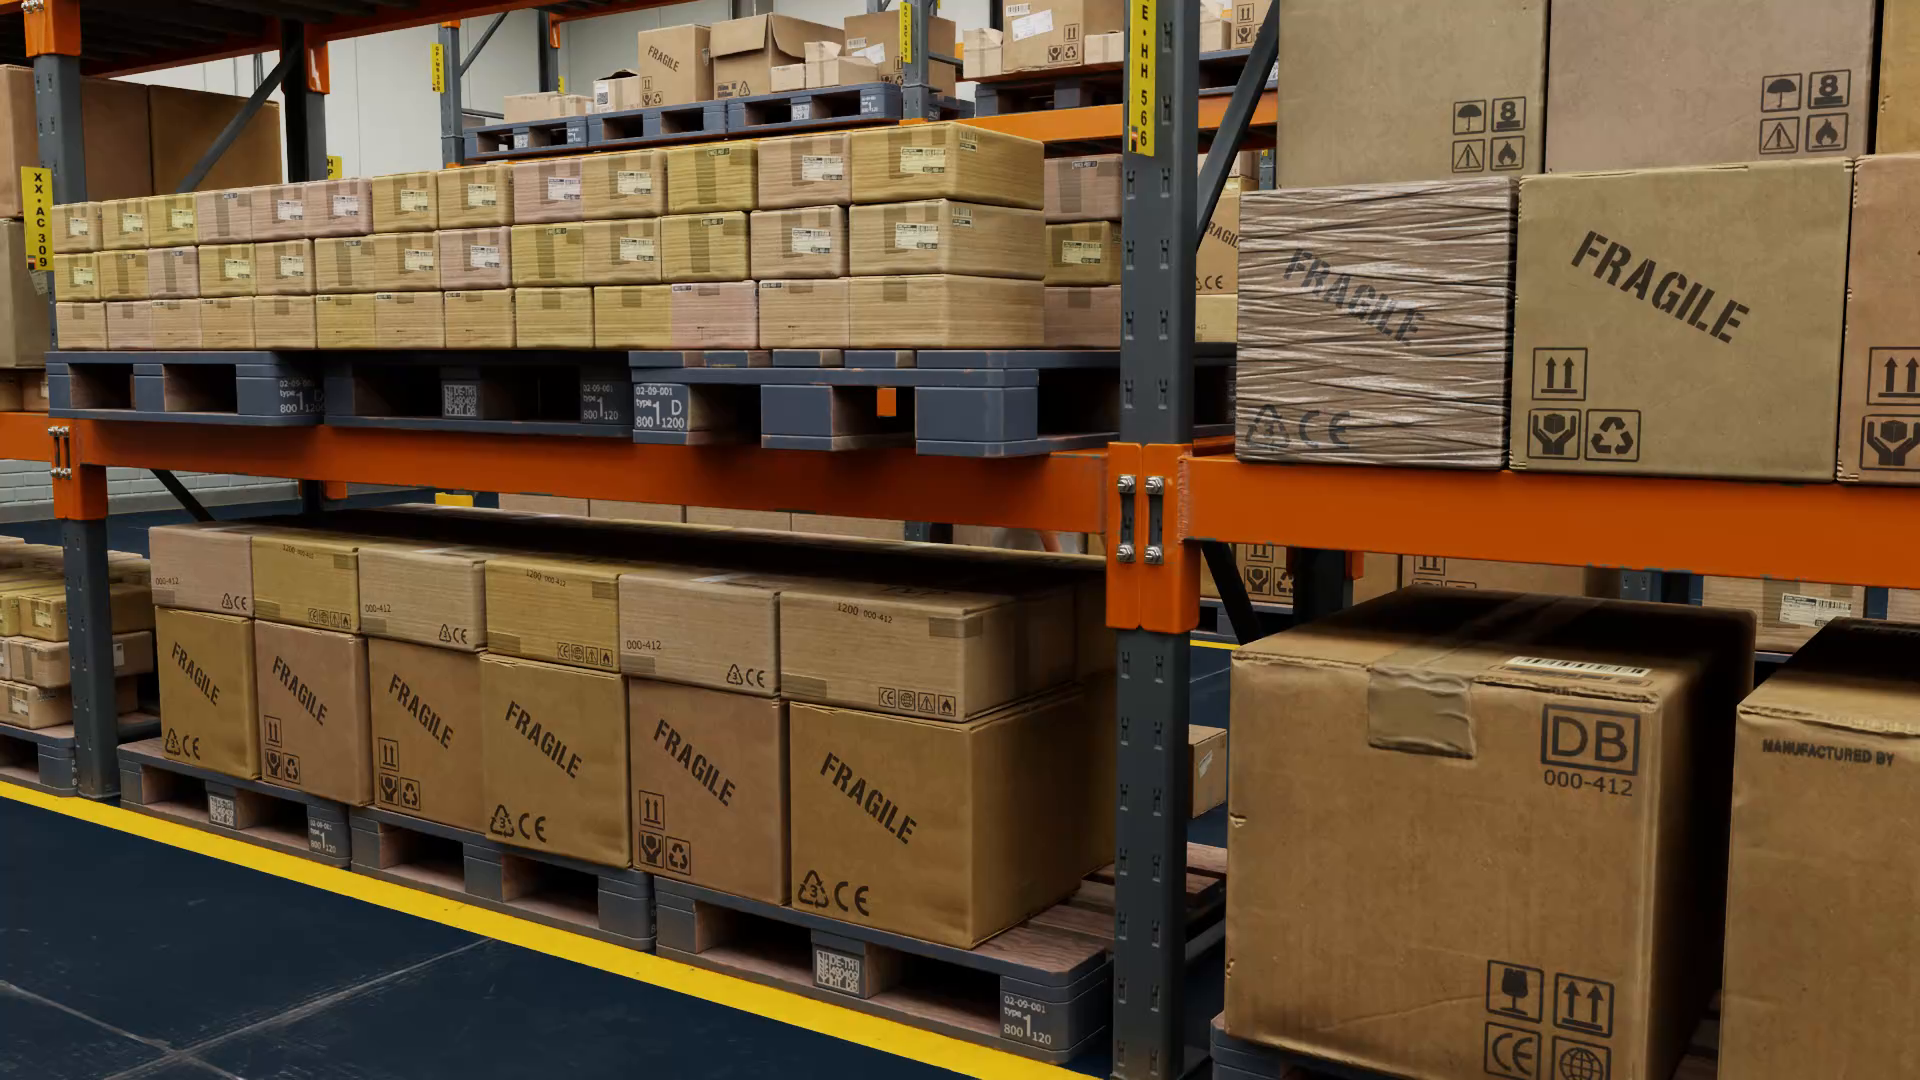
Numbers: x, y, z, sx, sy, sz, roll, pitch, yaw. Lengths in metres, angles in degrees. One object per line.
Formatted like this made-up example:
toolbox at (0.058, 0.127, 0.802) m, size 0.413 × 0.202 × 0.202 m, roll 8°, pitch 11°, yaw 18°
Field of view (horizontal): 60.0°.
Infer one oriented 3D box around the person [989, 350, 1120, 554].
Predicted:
person at (0.368, 0.089, 5.755) m, size 0.486 × 1.556 × 0.478 m, roll 4°, pitch 8°, yaw 35°
